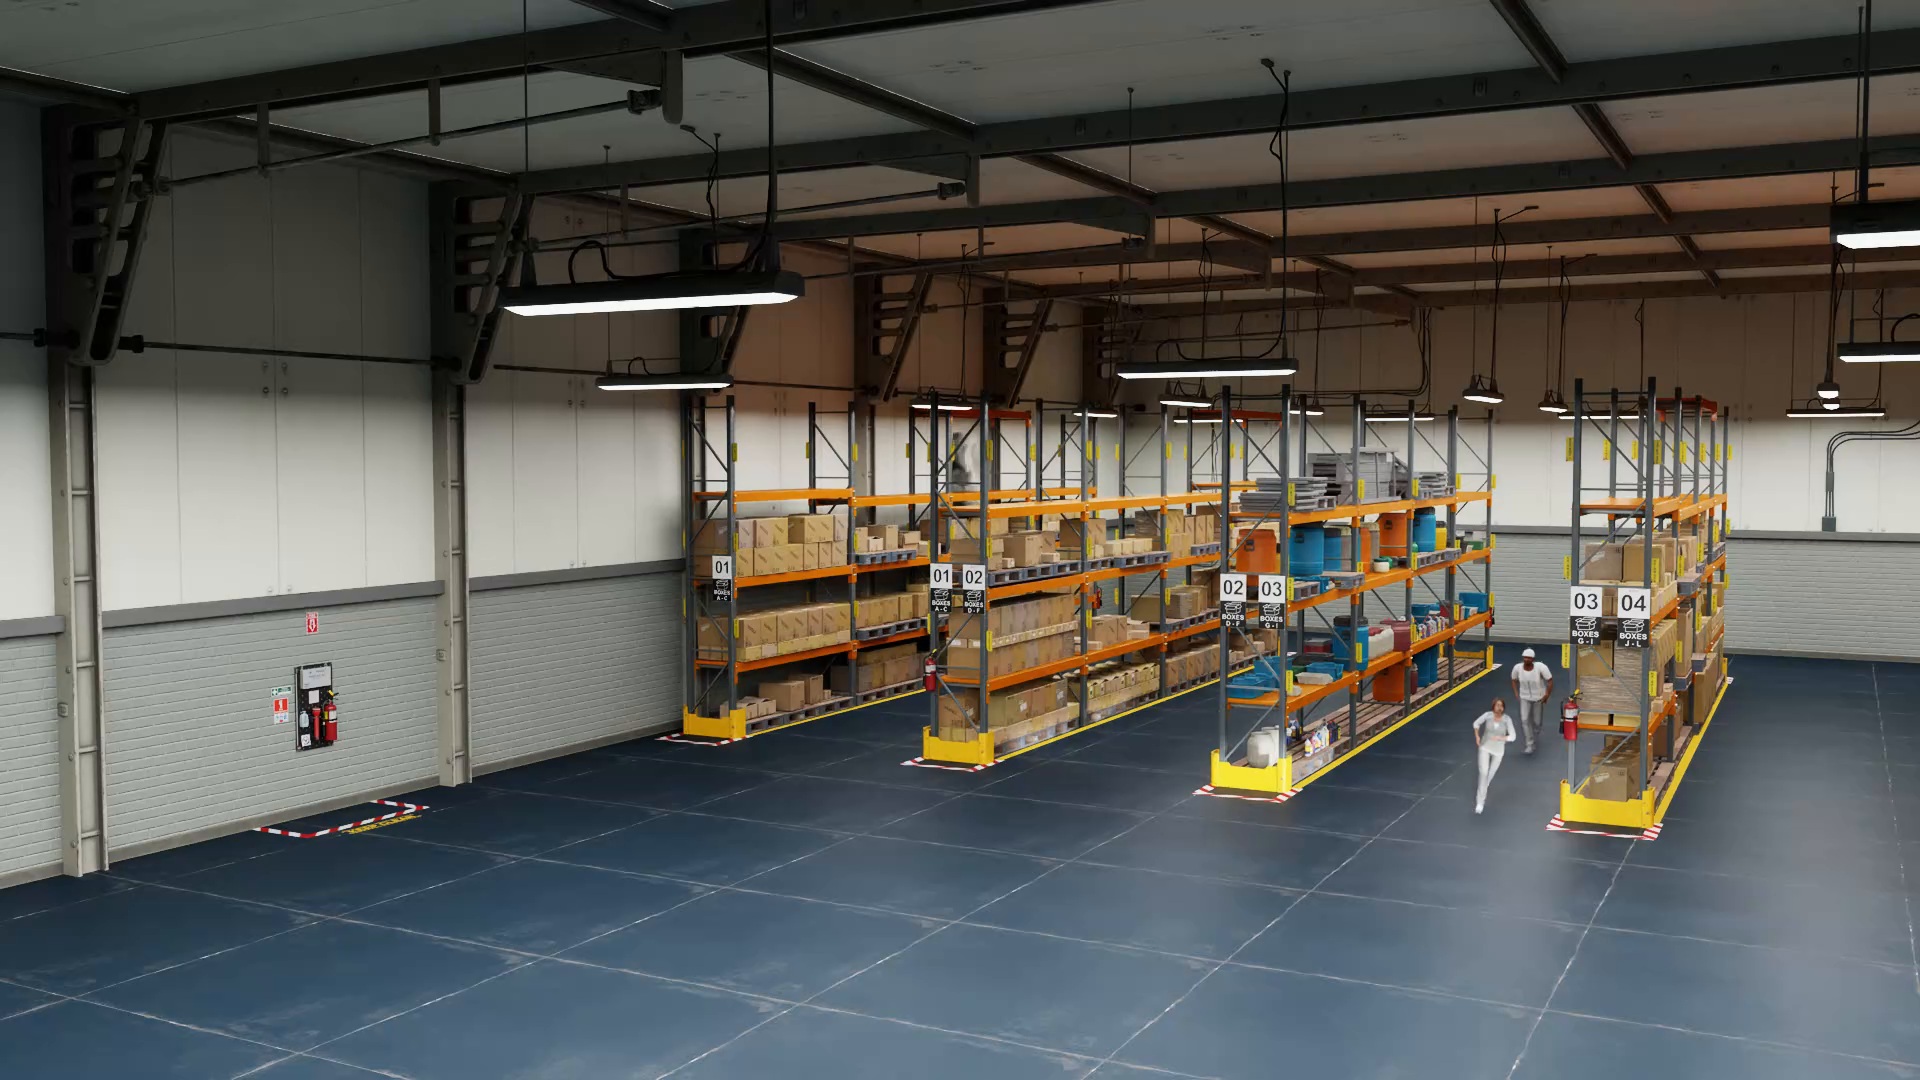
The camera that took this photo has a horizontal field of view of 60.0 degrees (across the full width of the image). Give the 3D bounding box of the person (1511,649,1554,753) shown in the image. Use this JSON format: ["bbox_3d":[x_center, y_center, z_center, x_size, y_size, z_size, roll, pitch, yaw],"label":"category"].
[{"bbox_3d":[9.646,2.686,28.054,0.708,1.746,0.908,2,3,28],"label":"person"}]

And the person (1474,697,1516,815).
[{"bbox_3d":[7.473,3.004,23.280,0.552,1.611,0.752,1,3,11],"label":"person"}]

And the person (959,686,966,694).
[{"bbox_3d":[0.274,2.527,31.740,0.531,1.708,0.994,2,3,28],"label":"person"}]
